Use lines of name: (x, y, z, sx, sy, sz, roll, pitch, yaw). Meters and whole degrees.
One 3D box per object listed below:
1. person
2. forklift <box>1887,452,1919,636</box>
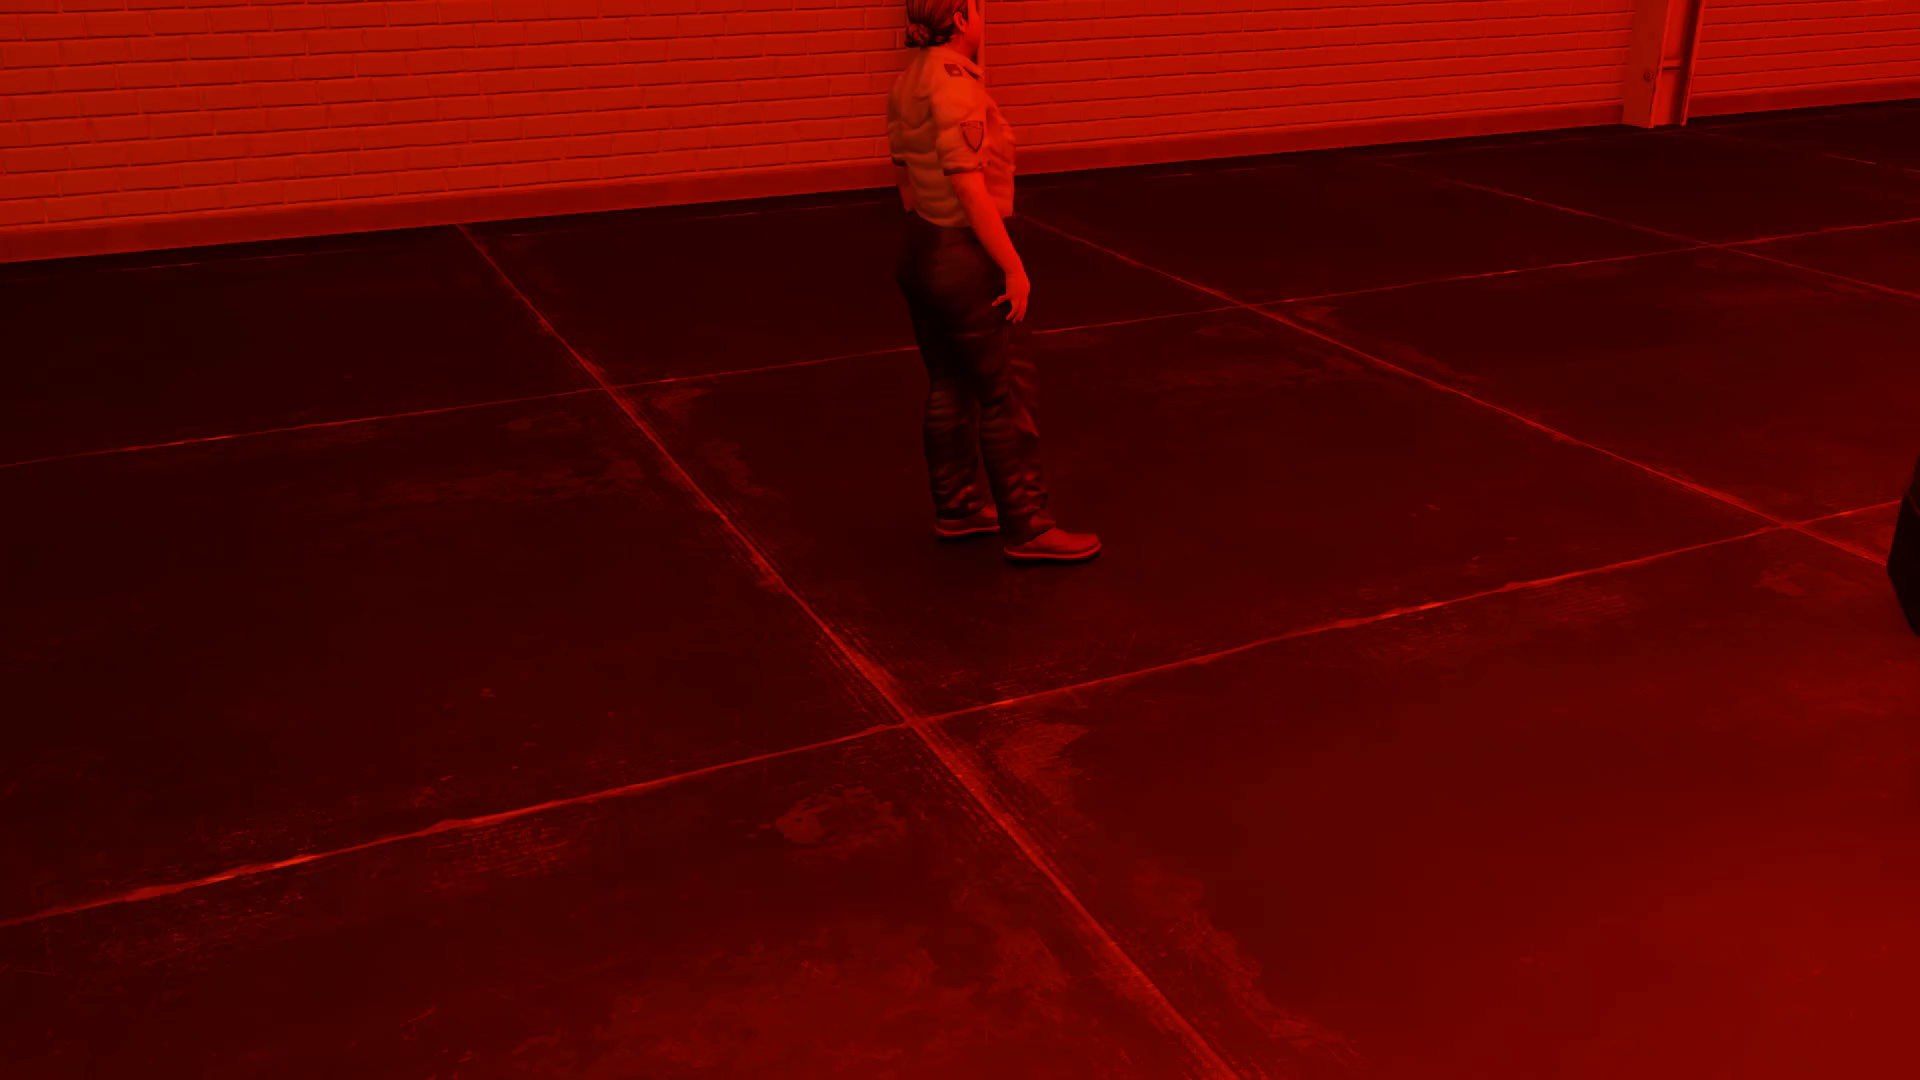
person: (0.091, -0.775, 4.803, 0.503, 1.651, 0.598, -10, 25, -23)
forklift: (3.942, -0.870, 3.380, 3.031, 2.935, 1.130, 7, 24, 16)
